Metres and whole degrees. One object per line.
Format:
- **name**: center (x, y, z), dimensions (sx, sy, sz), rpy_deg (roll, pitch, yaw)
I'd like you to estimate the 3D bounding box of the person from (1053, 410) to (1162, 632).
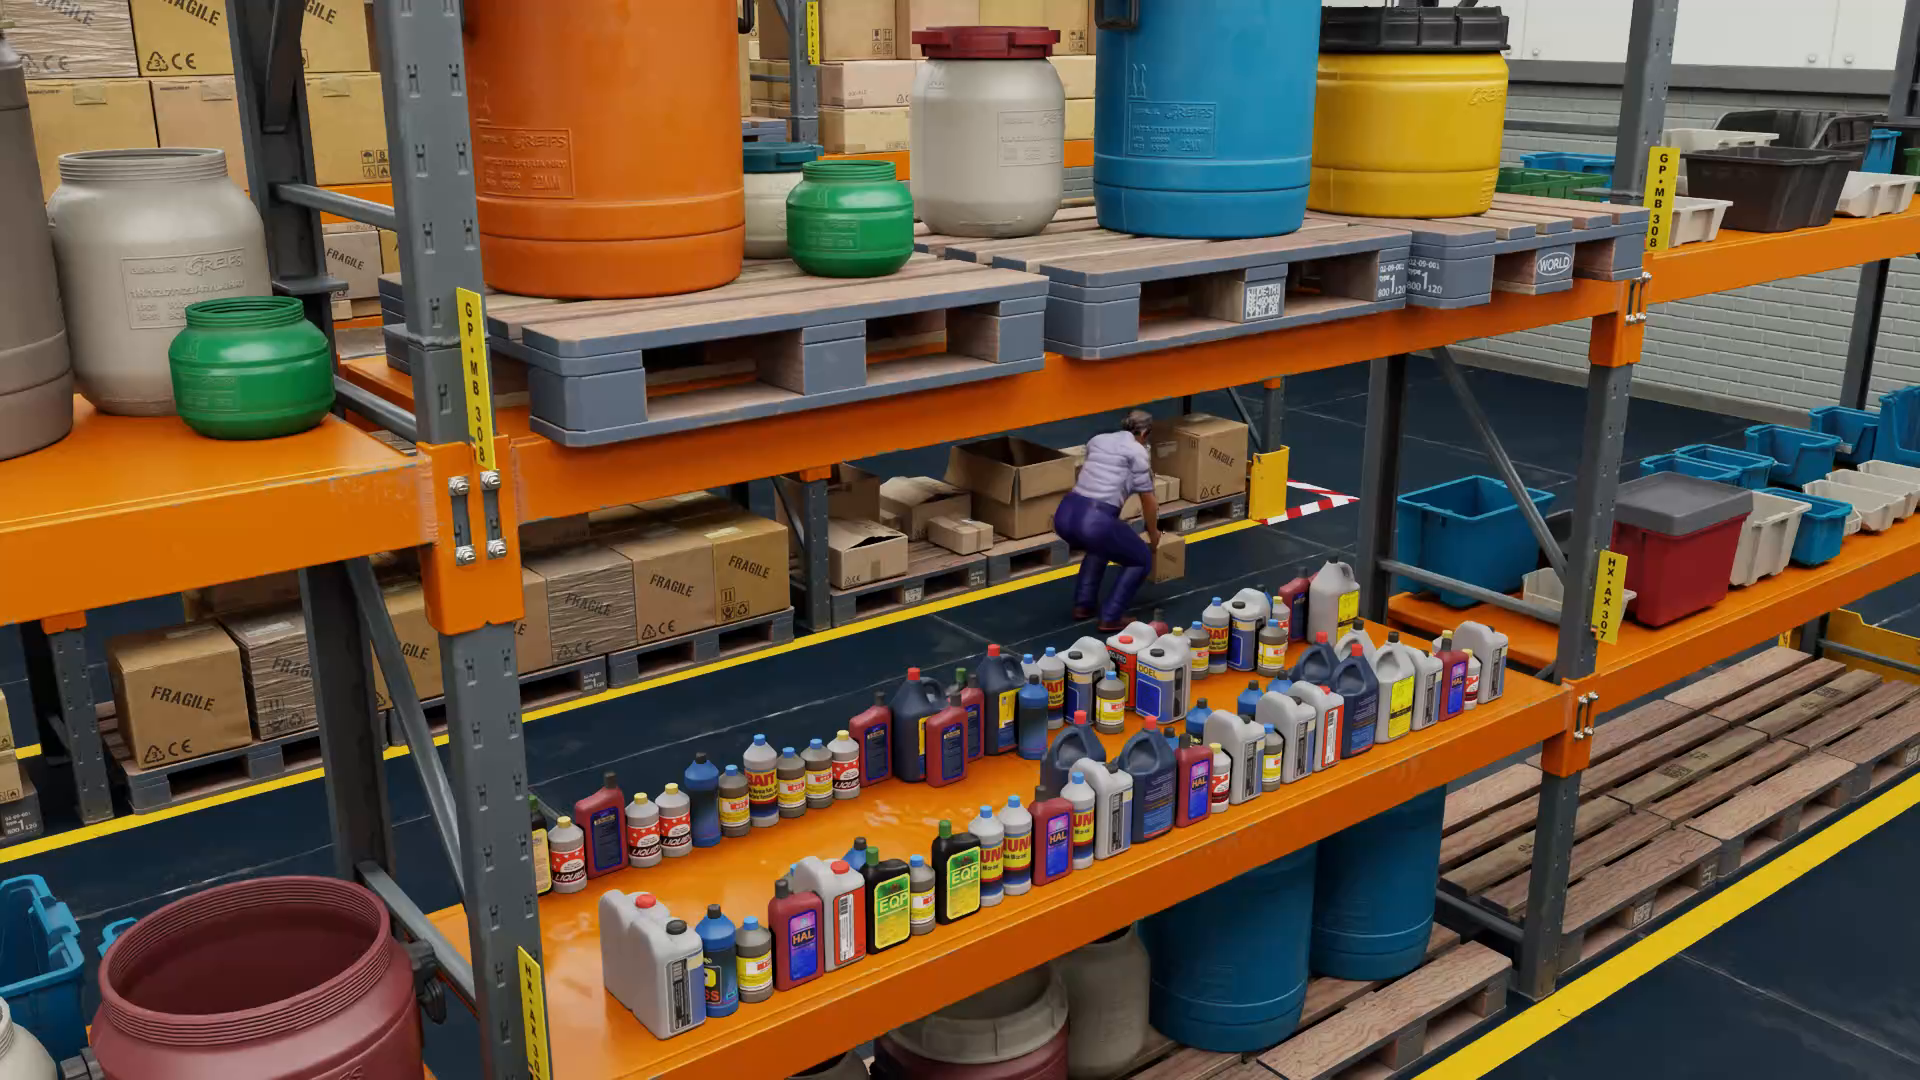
- **person**: center (0.882, -0.121, 10.059), dimensions (0.702, 1.286, 0.537), rpy_deg (-14, 22, -36)
